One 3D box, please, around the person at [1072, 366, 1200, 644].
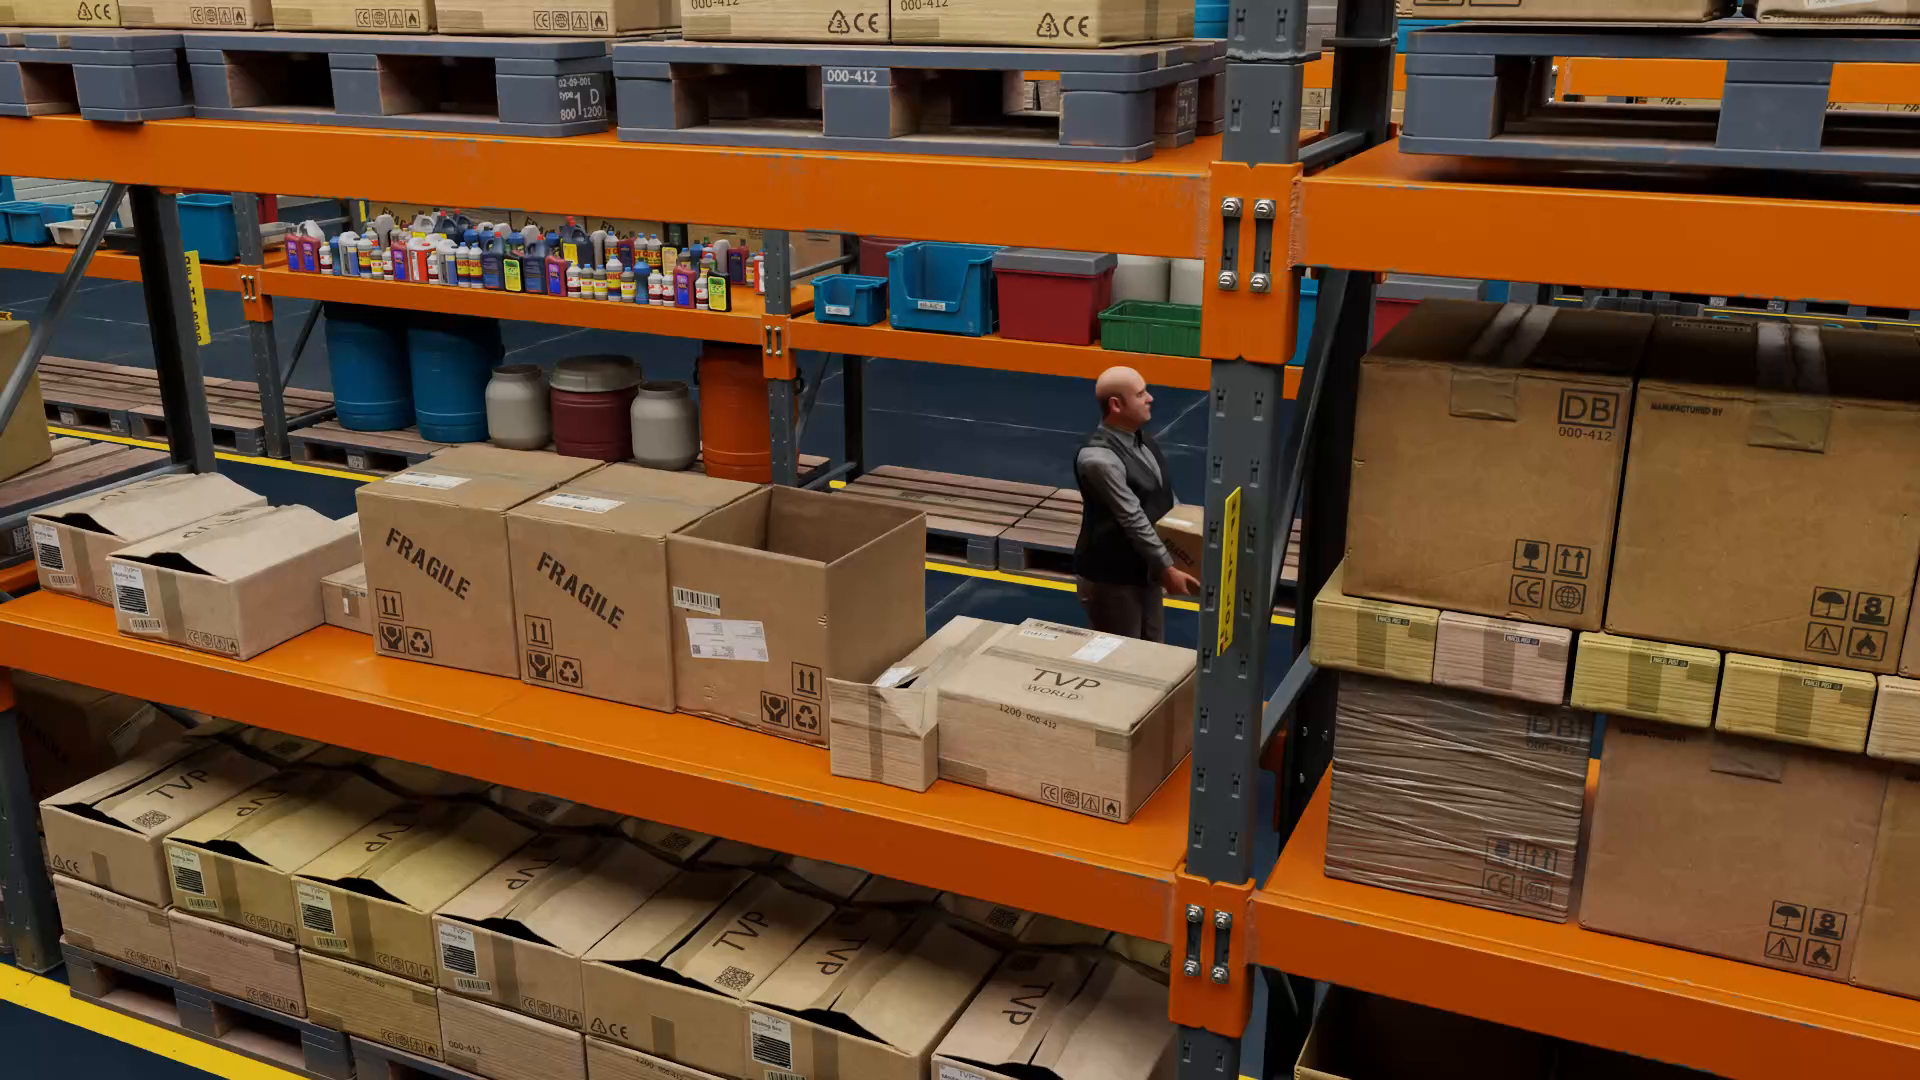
[{"bbox_3d":[0.745,0.164,6.635,0.554,1.716,0.494,9,21,24],"label":"person"}]
